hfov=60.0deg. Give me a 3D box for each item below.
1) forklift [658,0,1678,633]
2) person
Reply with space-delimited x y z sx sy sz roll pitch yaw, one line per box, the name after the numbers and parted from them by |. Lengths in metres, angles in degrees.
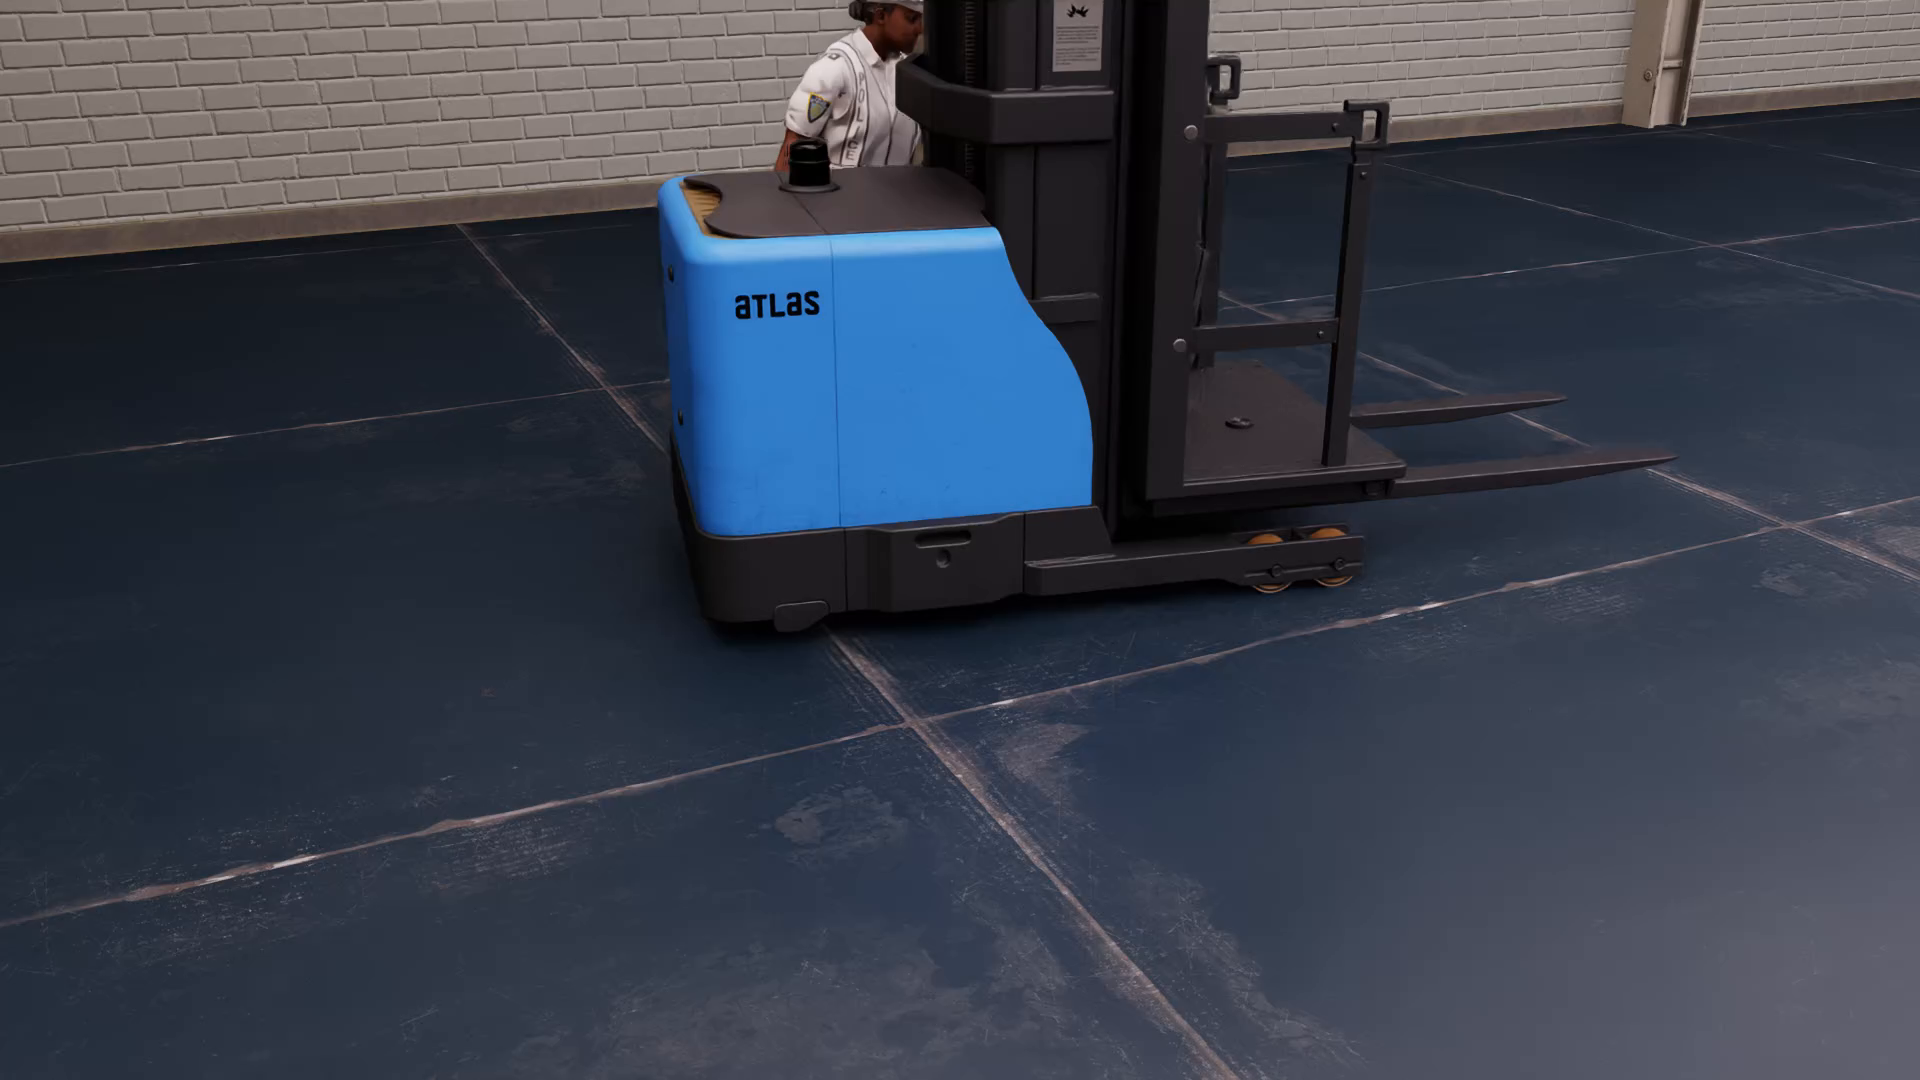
0.677 -1.392 4.638 3.031 2.935 1.130 -5 23 -13 | forklift
-0.303 -1.058 5.576 0.807 1.631 0.432 -21 30 -40 | person
